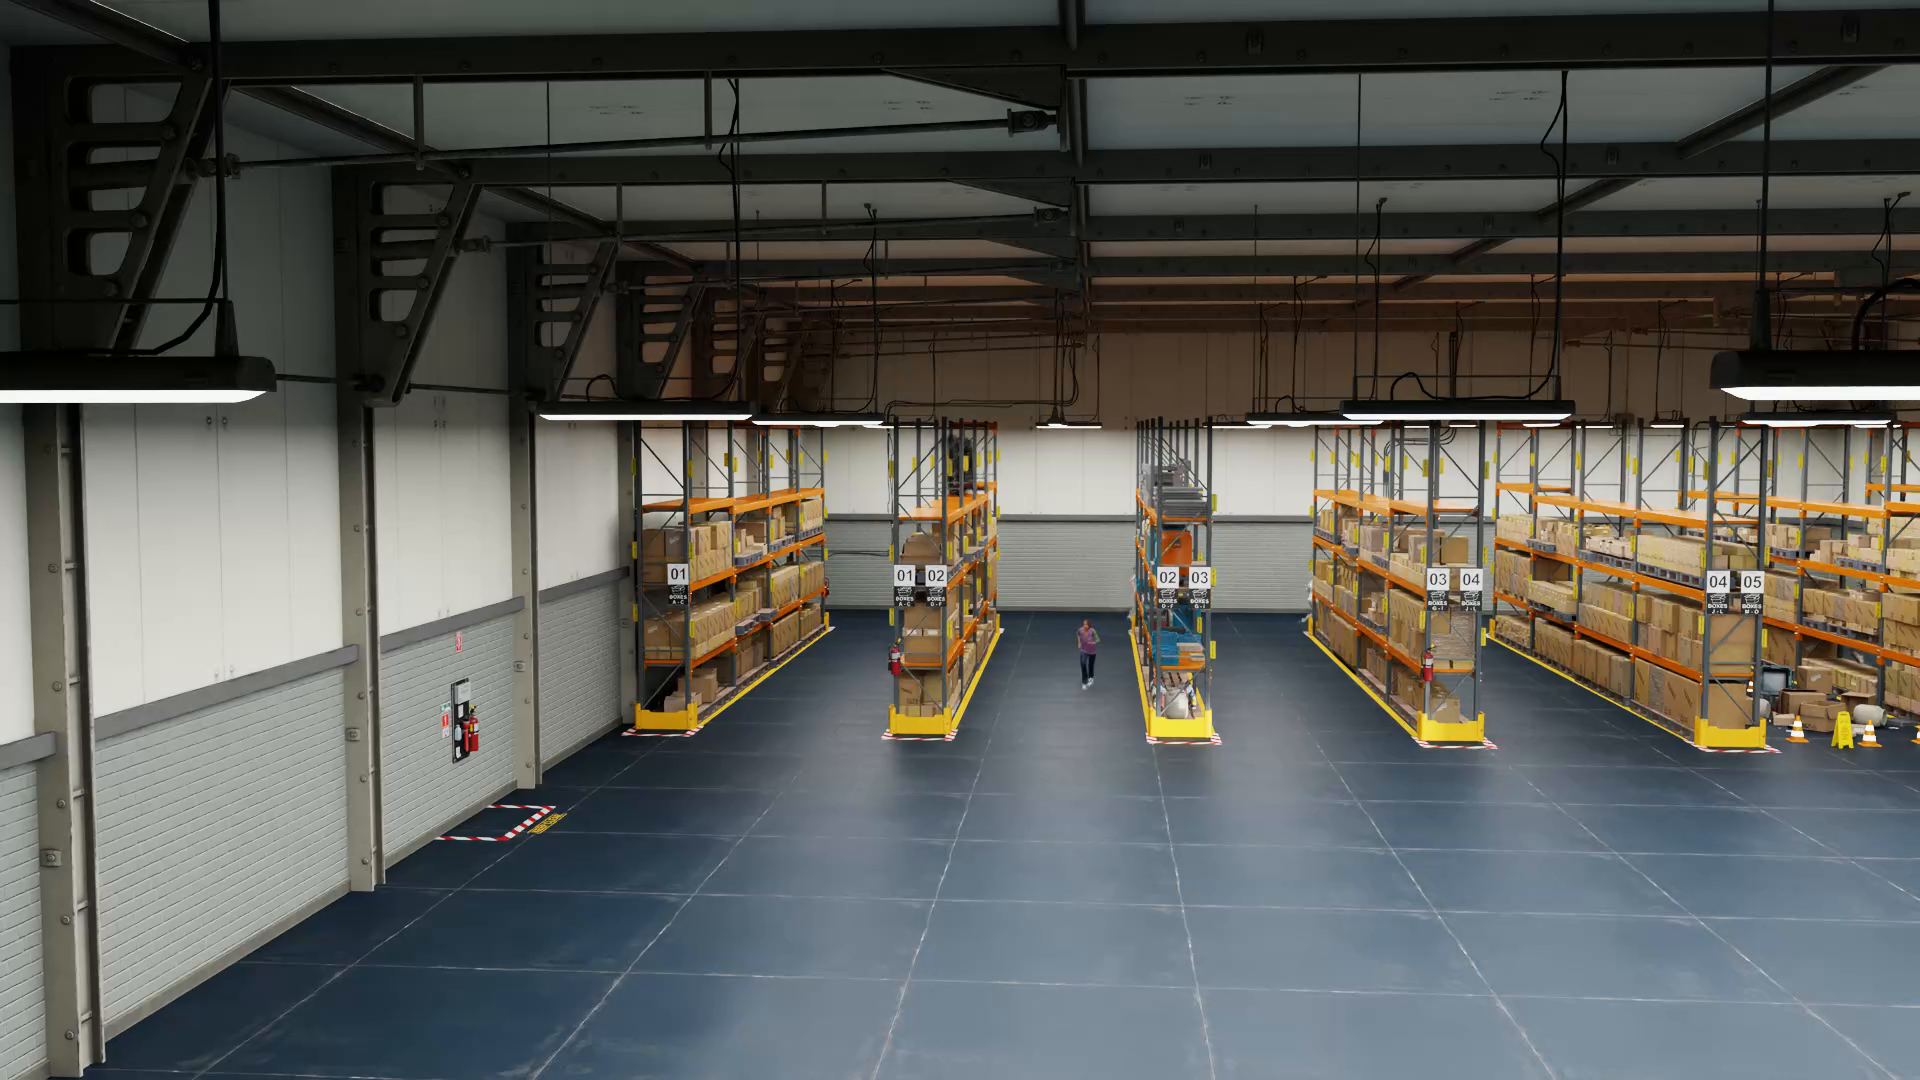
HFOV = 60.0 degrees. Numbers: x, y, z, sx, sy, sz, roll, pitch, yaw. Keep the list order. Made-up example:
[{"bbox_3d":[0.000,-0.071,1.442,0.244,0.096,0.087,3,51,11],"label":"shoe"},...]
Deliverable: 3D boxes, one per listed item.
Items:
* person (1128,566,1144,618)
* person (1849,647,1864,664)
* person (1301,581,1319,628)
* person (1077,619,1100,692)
[{"bbox_3d":[5.414,1.620,50.214,0.728,1.701,0.546,2,4,29],"label":"person"},{"bbox_3d":[21.459,2.356,39.647,0.530,1.552,0.553,0,4,1],"label":"person"},{"bbox_3d":[10.194,1.753,47.808,0.725,1.734,0.742,-1,4,-17],"label":"person"},{"bbox_3d":[2.857,2.530,36.955,0.537,1.596,0.908,1,4,11],"label":"person"}]
